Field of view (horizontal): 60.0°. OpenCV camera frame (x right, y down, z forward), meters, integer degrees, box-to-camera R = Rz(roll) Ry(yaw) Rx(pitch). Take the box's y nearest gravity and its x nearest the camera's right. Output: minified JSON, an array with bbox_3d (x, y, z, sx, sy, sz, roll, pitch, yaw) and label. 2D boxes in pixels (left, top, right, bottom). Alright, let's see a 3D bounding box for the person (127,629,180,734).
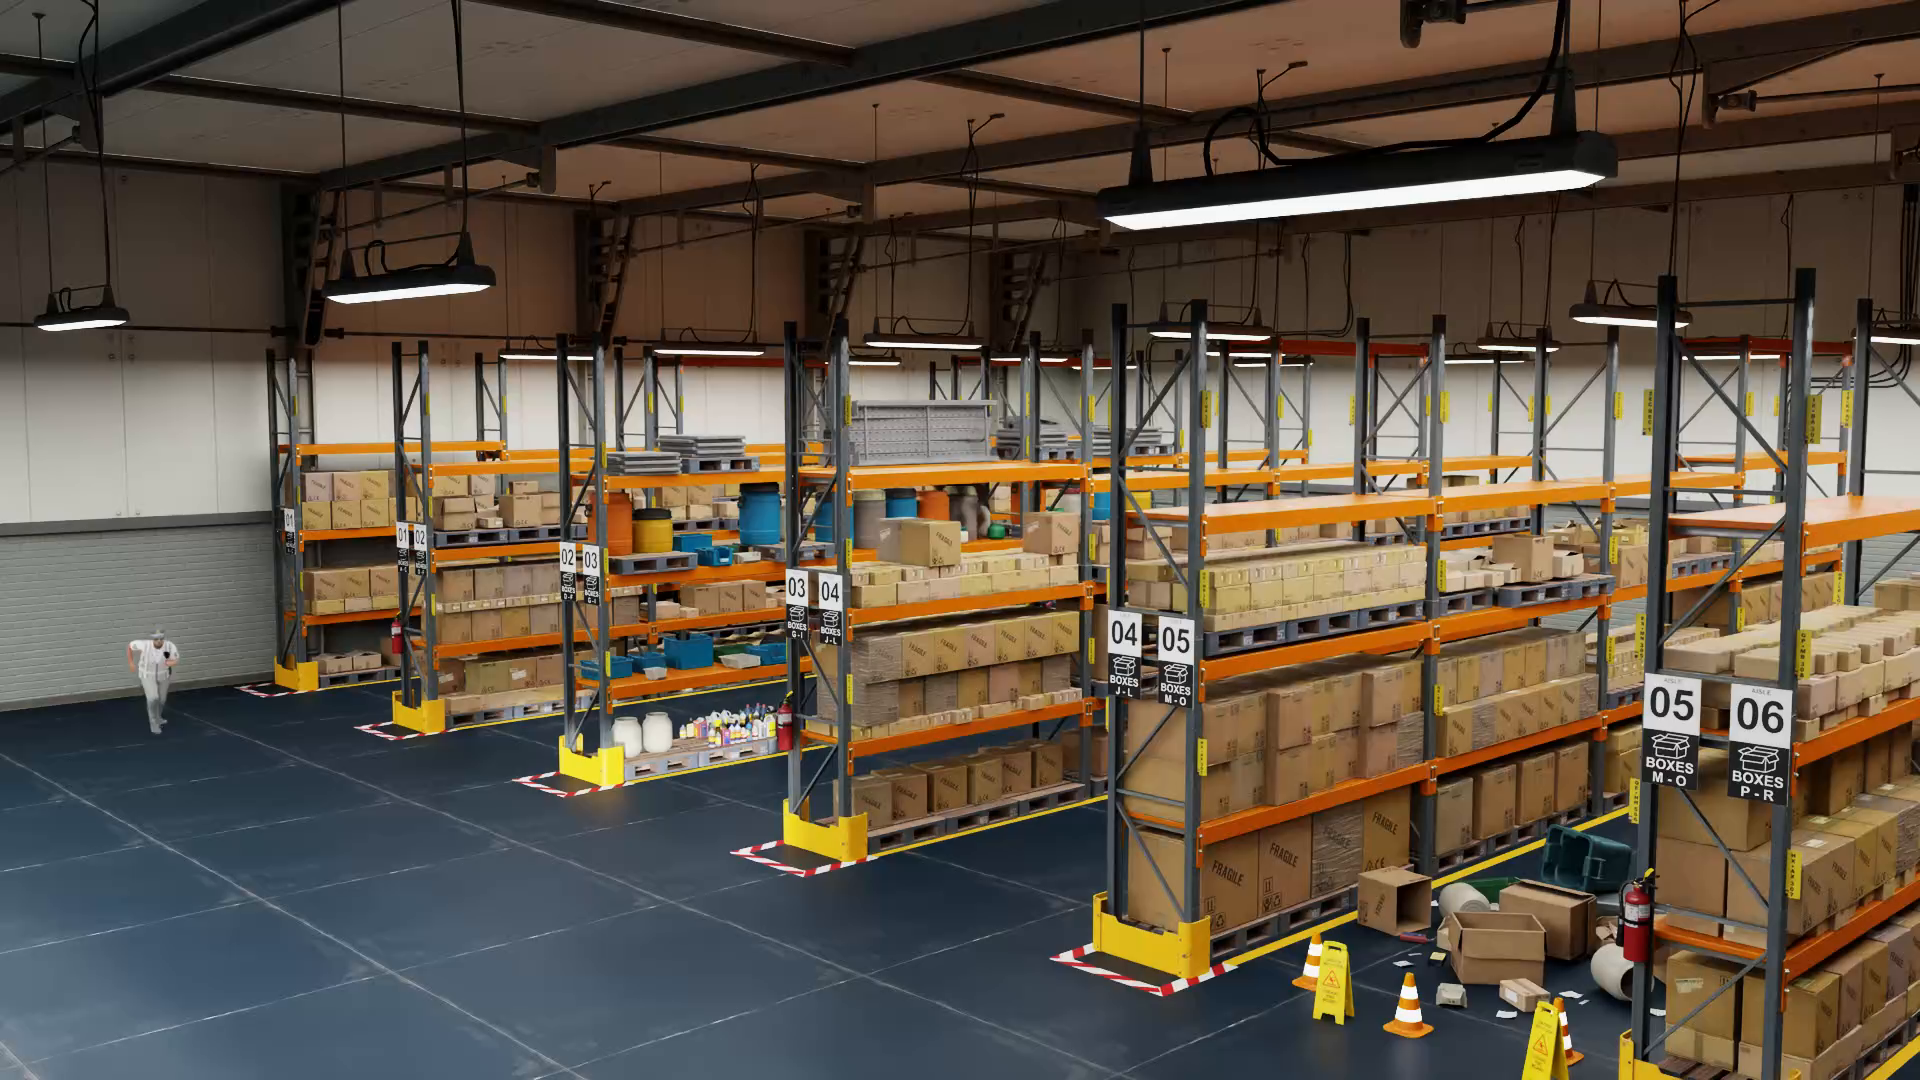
[{"bbox_3d":[-12.410,2.168,25.606,0.711,1.692,1.013,-3,6,-33],"label":"person"}]
